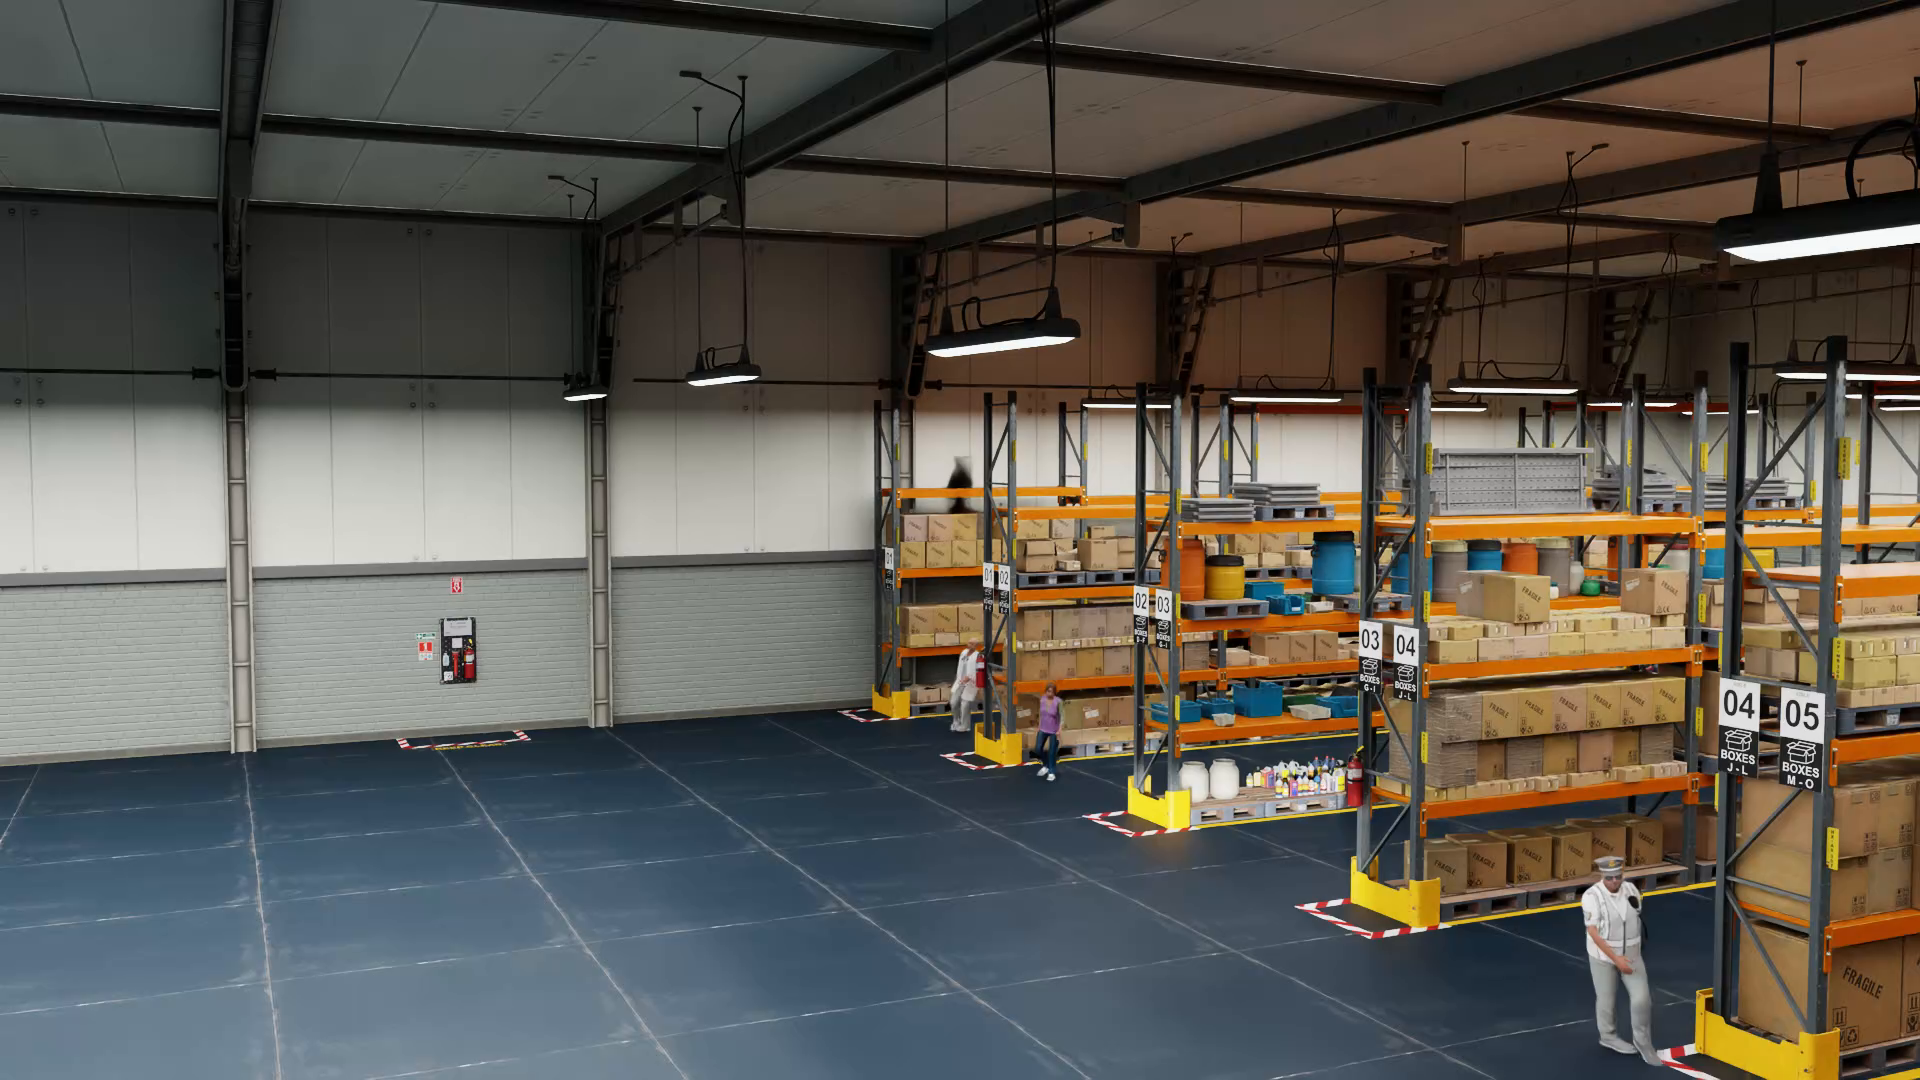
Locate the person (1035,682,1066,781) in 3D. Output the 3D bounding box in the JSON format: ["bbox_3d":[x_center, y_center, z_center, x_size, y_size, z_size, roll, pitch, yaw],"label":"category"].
[{"bbox_3d":[1.372,2.922,25.283,0.540,1.545,0.608,1,4,20],"label":"person"}]

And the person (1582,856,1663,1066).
[{"bbox_3d":[5.509,3.514,13.950,0.647,1.788,0.535,-1,3,-9],"label":"person"}]

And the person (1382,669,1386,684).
[{"bbox_3d":[8.537,2.312,33.781,0.866,1.822,0.680,-3,4,-37],"label":"person"}]

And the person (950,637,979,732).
[{"bbox_3d":[0.119,2.582,29.528,0.738,1.718,0.656,2,4,29],"label":"person"}]
